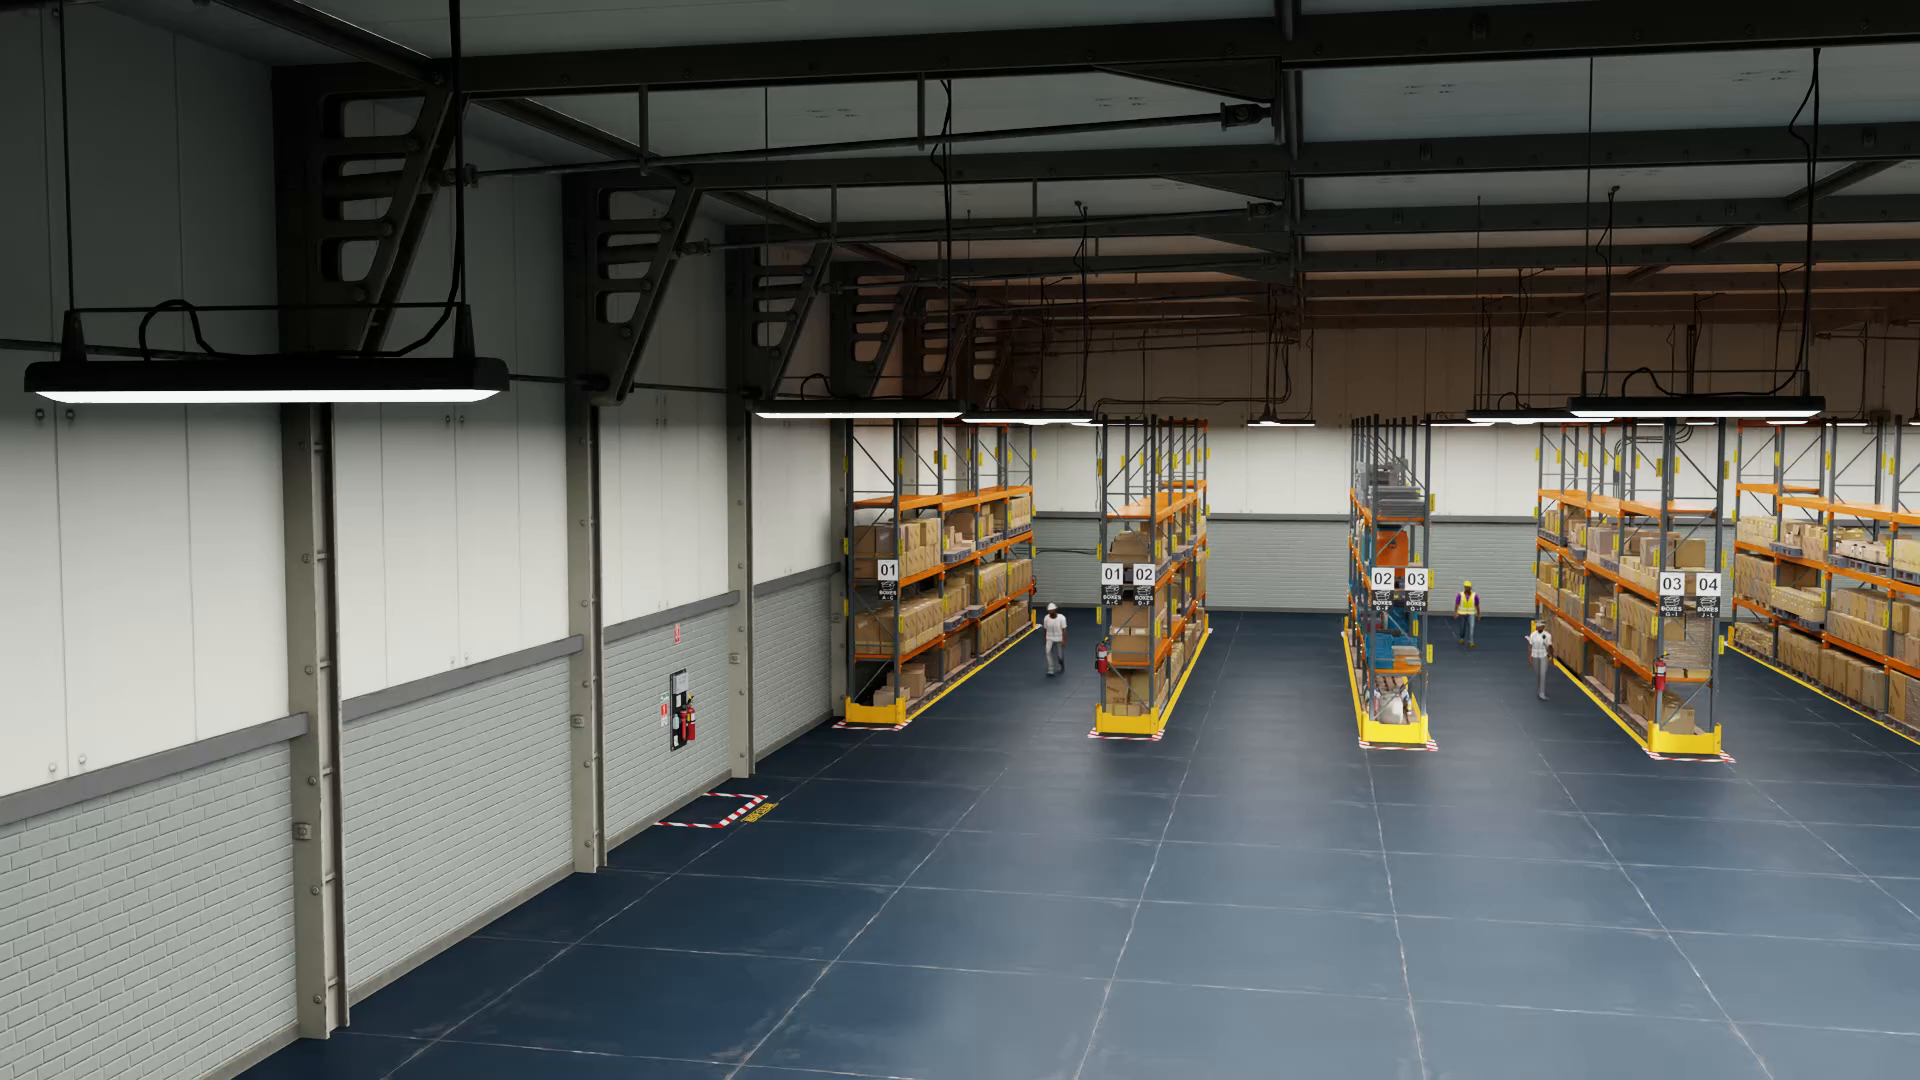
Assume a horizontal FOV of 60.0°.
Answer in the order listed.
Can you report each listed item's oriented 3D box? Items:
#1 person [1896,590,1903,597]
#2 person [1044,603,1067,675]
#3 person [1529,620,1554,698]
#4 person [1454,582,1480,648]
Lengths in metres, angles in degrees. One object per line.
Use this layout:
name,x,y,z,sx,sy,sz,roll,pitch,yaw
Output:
person,23.803,2.066,42.140,0.526,1.707,0.864,-3,5,-37
person,2.215,2.306,38.950,0.565,1.656,1.039,1,4,16
person,12.371,2.524,35.459,0.514,1.628,0.890,3,5,39
person,13.354,1.950,43.751,0.690,1.711,1.093,1,4,9
